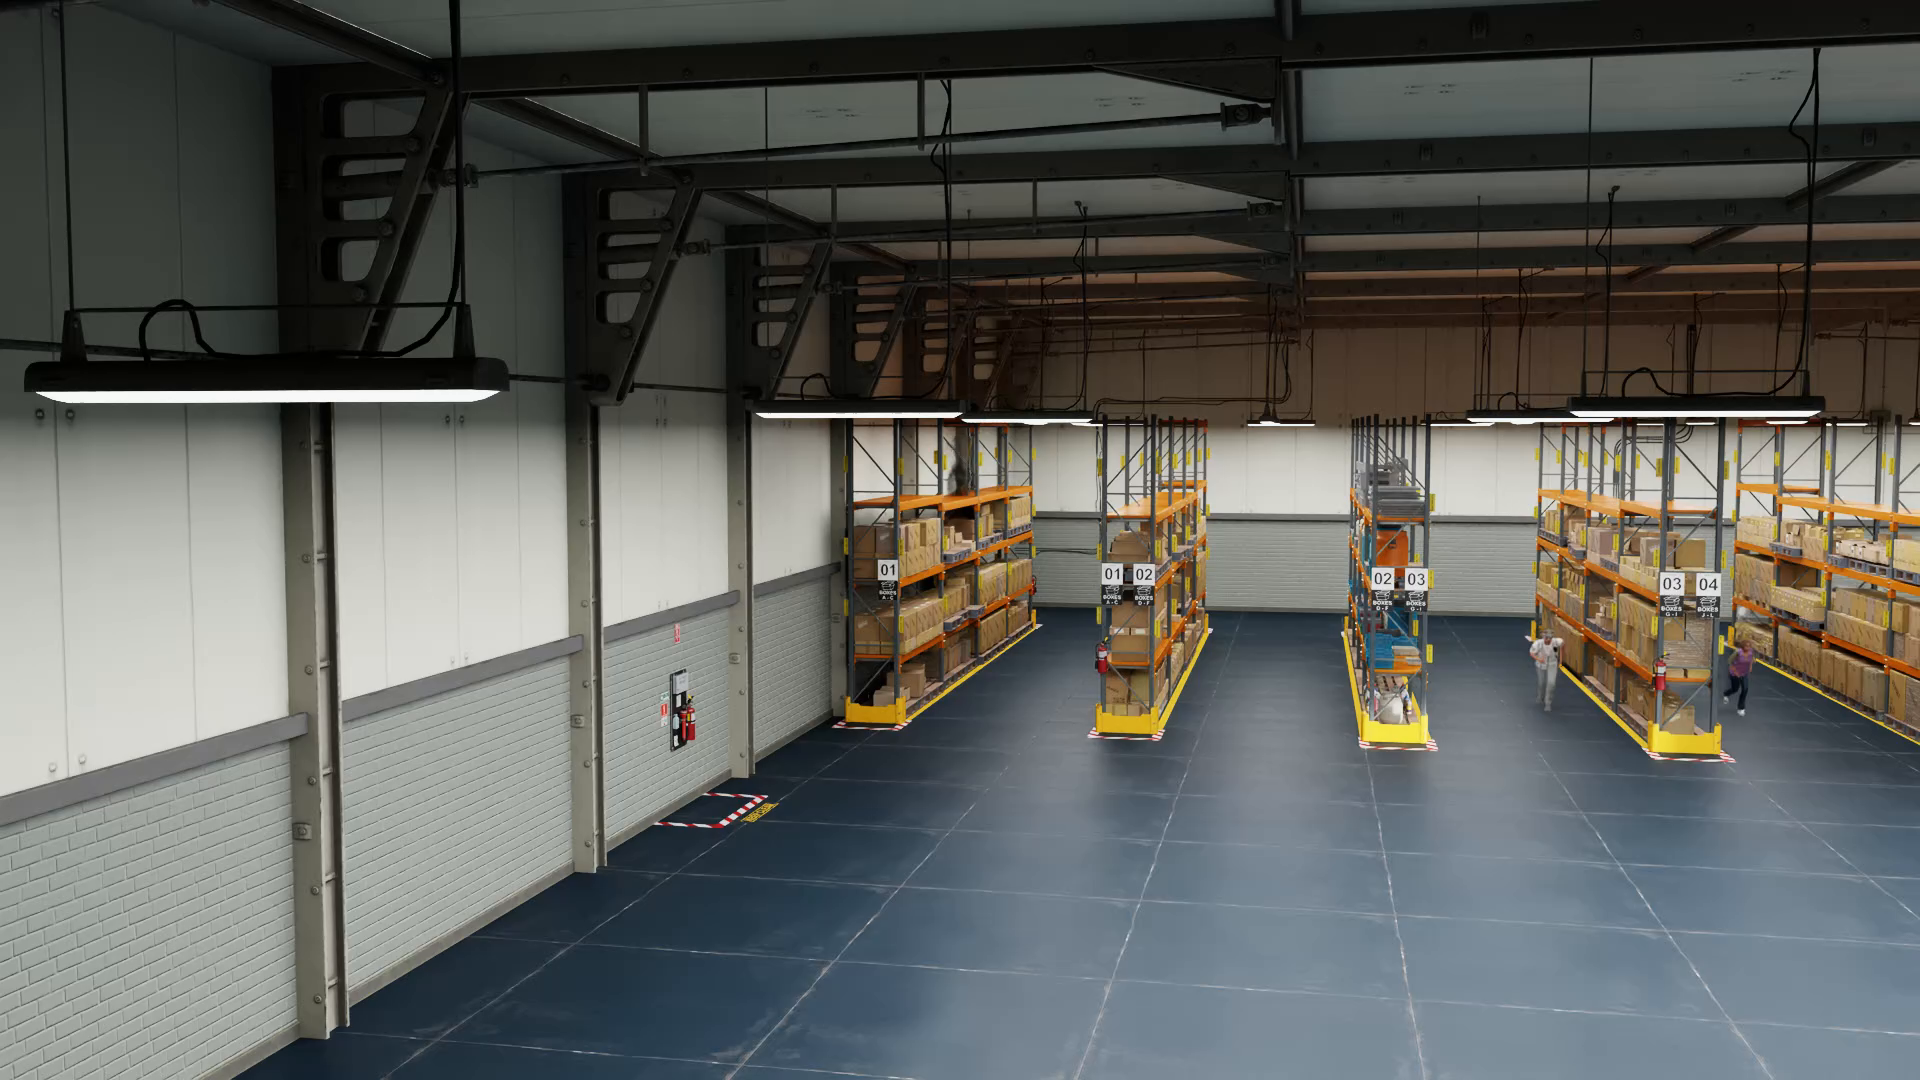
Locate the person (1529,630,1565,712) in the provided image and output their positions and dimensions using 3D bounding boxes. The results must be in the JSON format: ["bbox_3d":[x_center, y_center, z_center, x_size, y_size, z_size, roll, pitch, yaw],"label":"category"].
[{"bbox_3d":[12.037,2.655,34.136,0.707,1.721,1.018,1,4,13],"label":"person"}]

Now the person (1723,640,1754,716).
[{"bbox_3d":[15.694,2.742,33.586,0.559,1.549,0.895,0,4,-6],"label":"person"}]

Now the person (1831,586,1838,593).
[{"bbox_3d":[22.496,2.031,42.721,0.557,1.681,0.901,0,4,-6],"label":"person"}]

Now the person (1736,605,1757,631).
[{"bbox_3d":[21.384,1.841,45.123,0.885,1.743,0.755,0,4,-1],"label":"person"}]
